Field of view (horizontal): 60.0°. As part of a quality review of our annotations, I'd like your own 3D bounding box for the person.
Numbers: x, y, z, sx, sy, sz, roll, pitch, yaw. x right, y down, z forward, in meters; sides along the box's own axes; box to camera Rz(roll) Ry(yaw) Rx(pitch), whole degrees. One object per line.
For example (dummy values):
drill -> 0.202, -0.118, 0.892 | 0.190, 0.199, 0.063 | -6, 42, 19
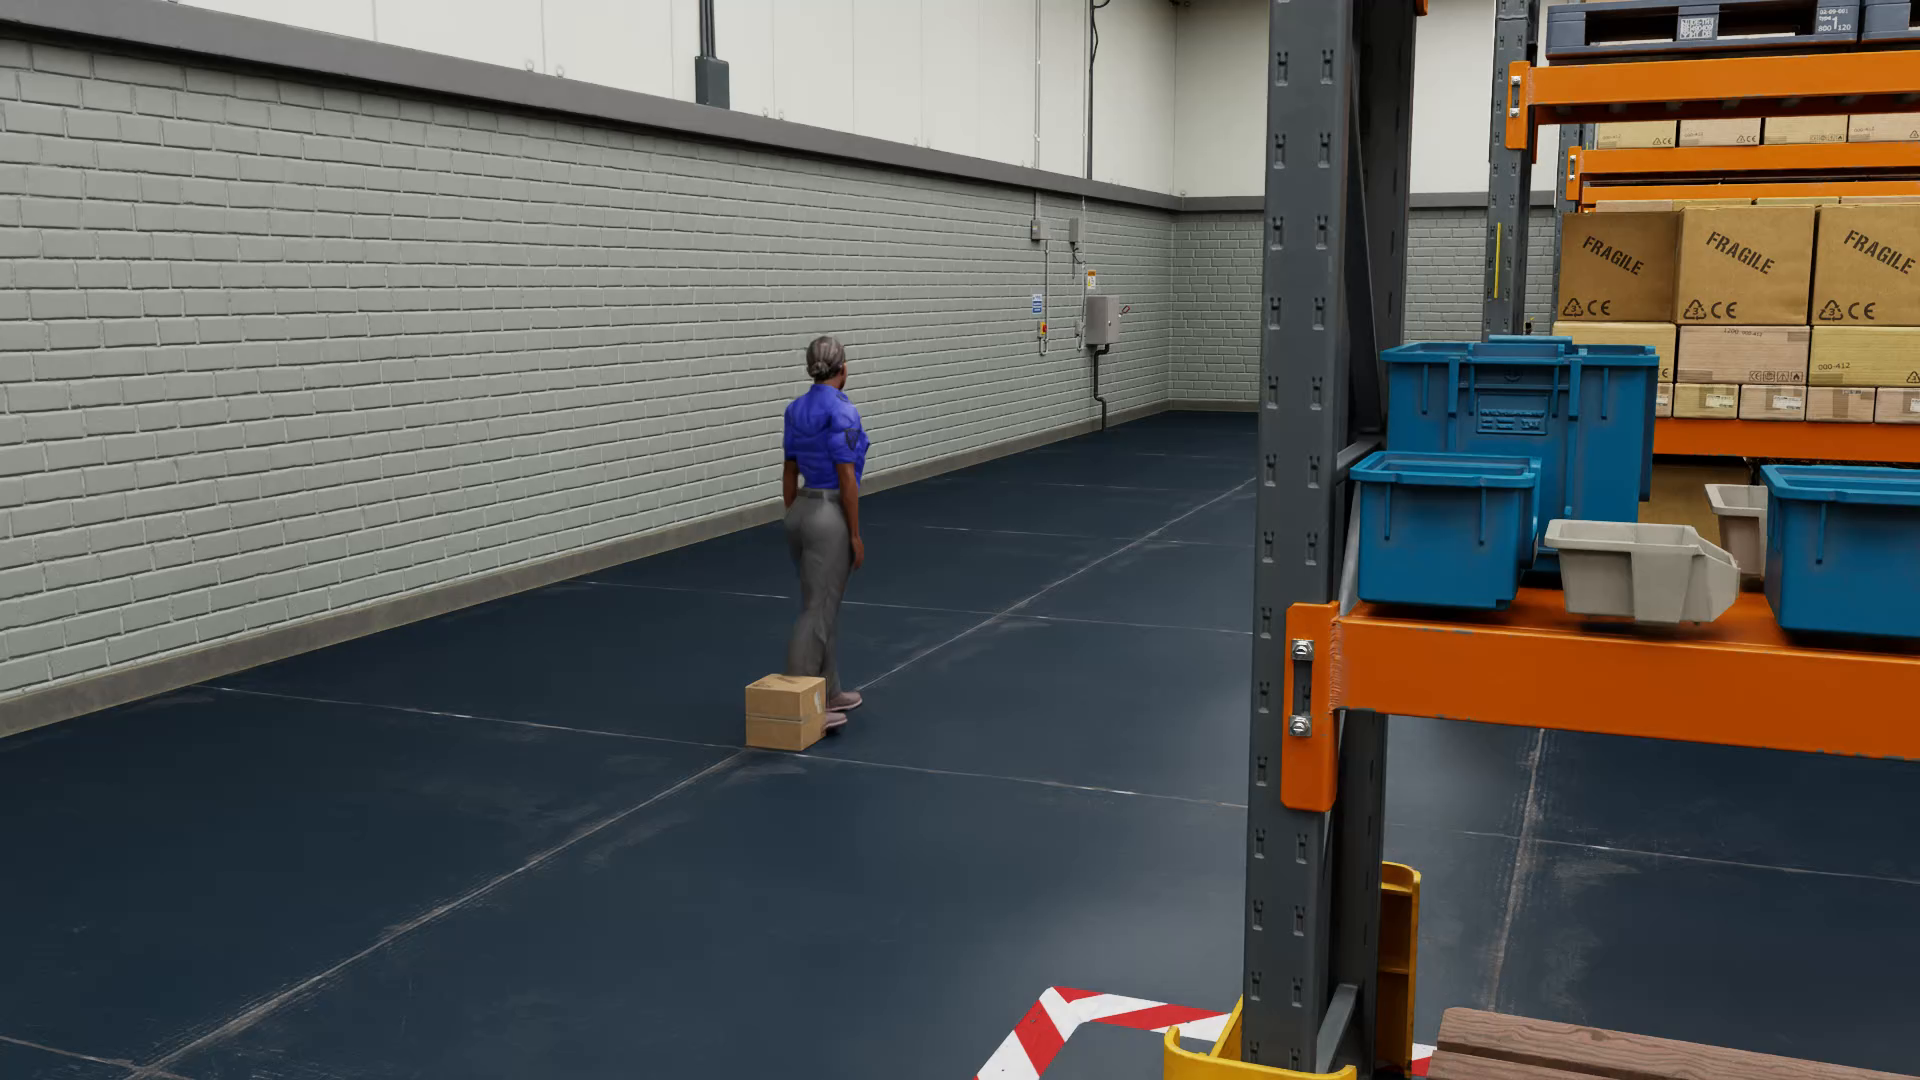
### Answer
person -> -0.586, -0.037, 7.098 | 0.548, 1.655, 0.487 | -6, 11, -36
